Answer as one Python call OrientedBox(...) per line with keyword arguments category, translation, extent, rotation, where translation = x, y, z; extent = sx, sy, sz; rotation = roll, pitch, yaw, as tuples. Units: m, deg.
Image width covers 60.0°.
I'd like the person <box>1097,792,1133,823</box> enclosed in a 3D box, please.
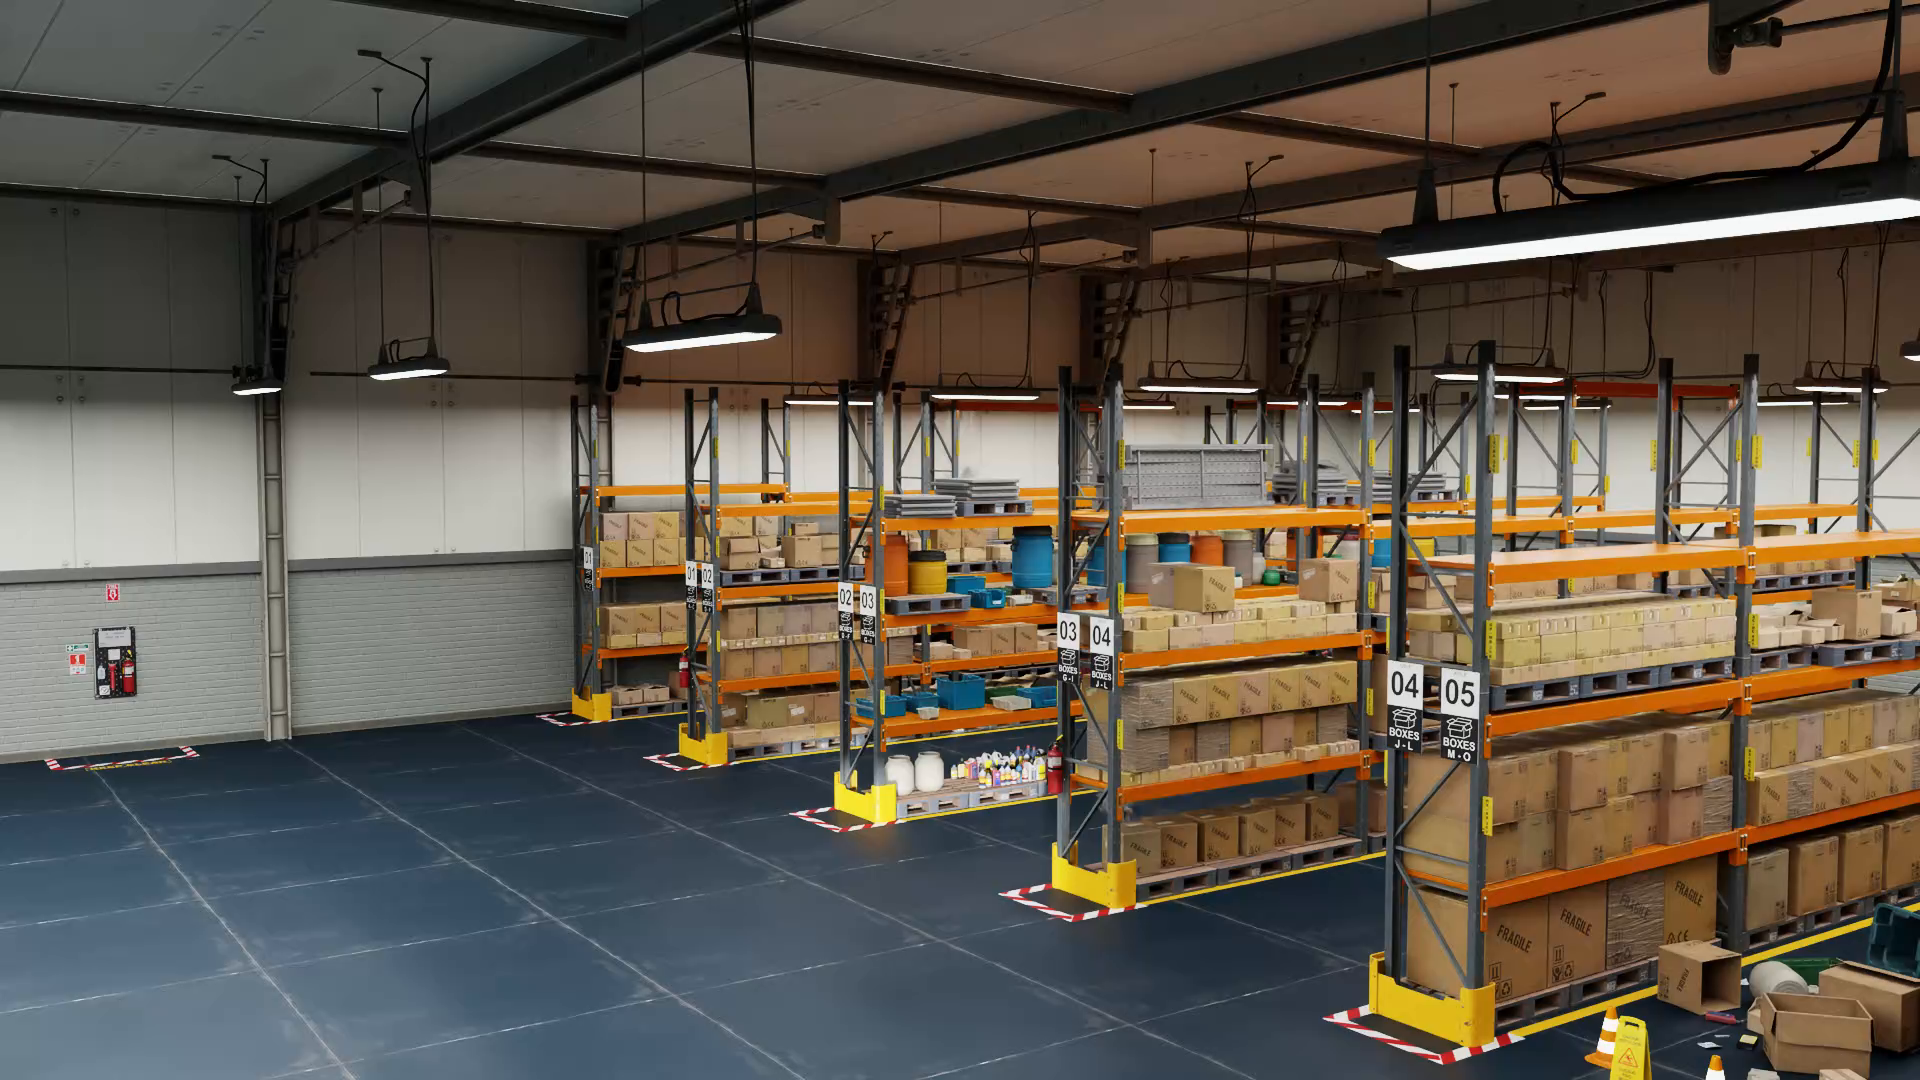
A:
OrientedBox(category="person", translation=(2.041, 3.031, 21.236), extent=(0.596, 1.744, 0.699), rotation=(-3, 4, -38))
